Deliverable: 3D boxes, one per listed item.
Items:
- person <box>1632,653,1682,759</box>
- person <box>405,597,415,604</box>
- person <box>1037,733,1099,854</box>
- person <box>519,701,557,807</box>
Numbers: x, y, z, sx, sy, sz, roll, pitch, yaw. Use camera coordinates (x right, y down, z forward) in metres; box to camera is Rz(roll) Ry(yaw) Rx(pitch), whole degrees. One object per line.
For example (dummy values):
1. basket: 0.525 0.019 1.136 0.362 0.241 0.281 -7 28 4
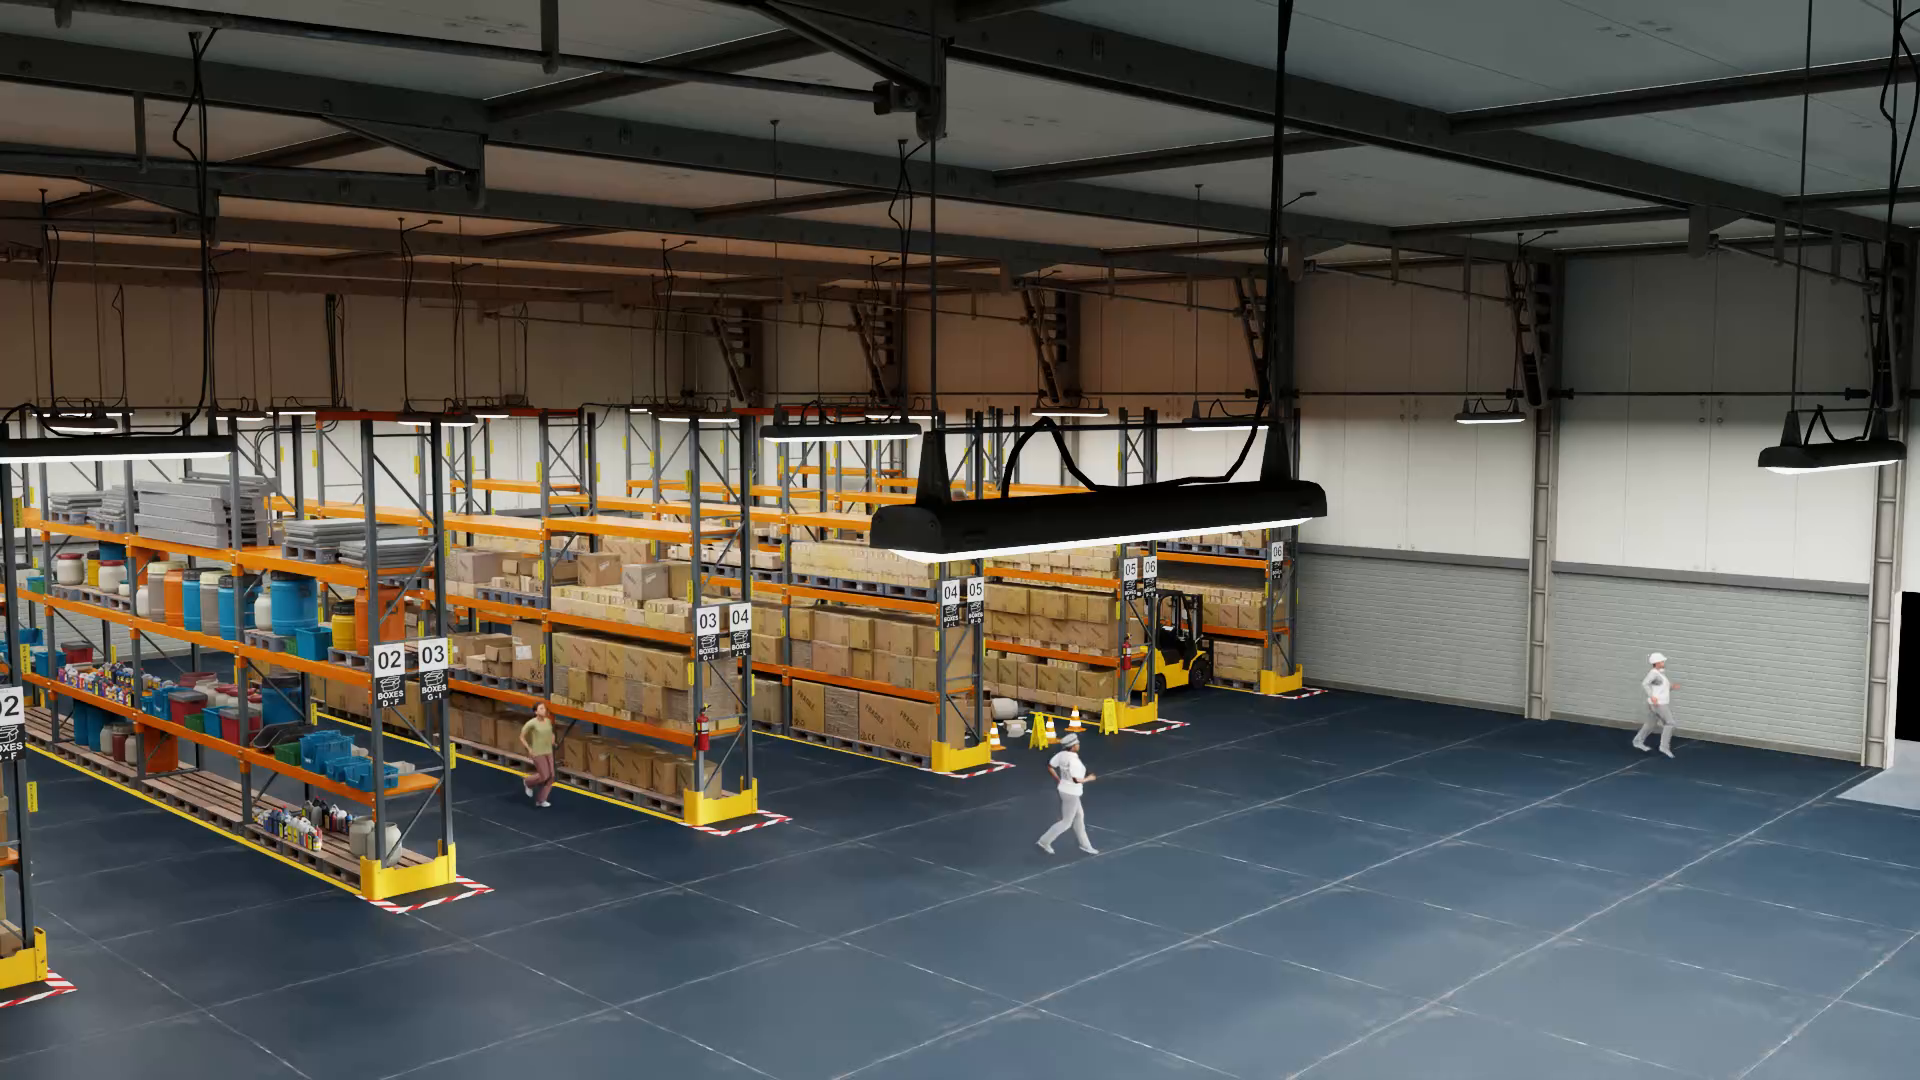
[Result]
1. person: 12.161 2.881 29.001 0.767 1.833 0.625 2 5 21
2. person: -12.530 2.130 37.730 0.746 1.715 0.523 -1 5 -11
3. person: 1.477 3.476 22.609 0.918 1.721 0.576 -1 5 -15
4. person: -6.420 3.272 25.453 0.558 1.620 0.580 4 6 37
